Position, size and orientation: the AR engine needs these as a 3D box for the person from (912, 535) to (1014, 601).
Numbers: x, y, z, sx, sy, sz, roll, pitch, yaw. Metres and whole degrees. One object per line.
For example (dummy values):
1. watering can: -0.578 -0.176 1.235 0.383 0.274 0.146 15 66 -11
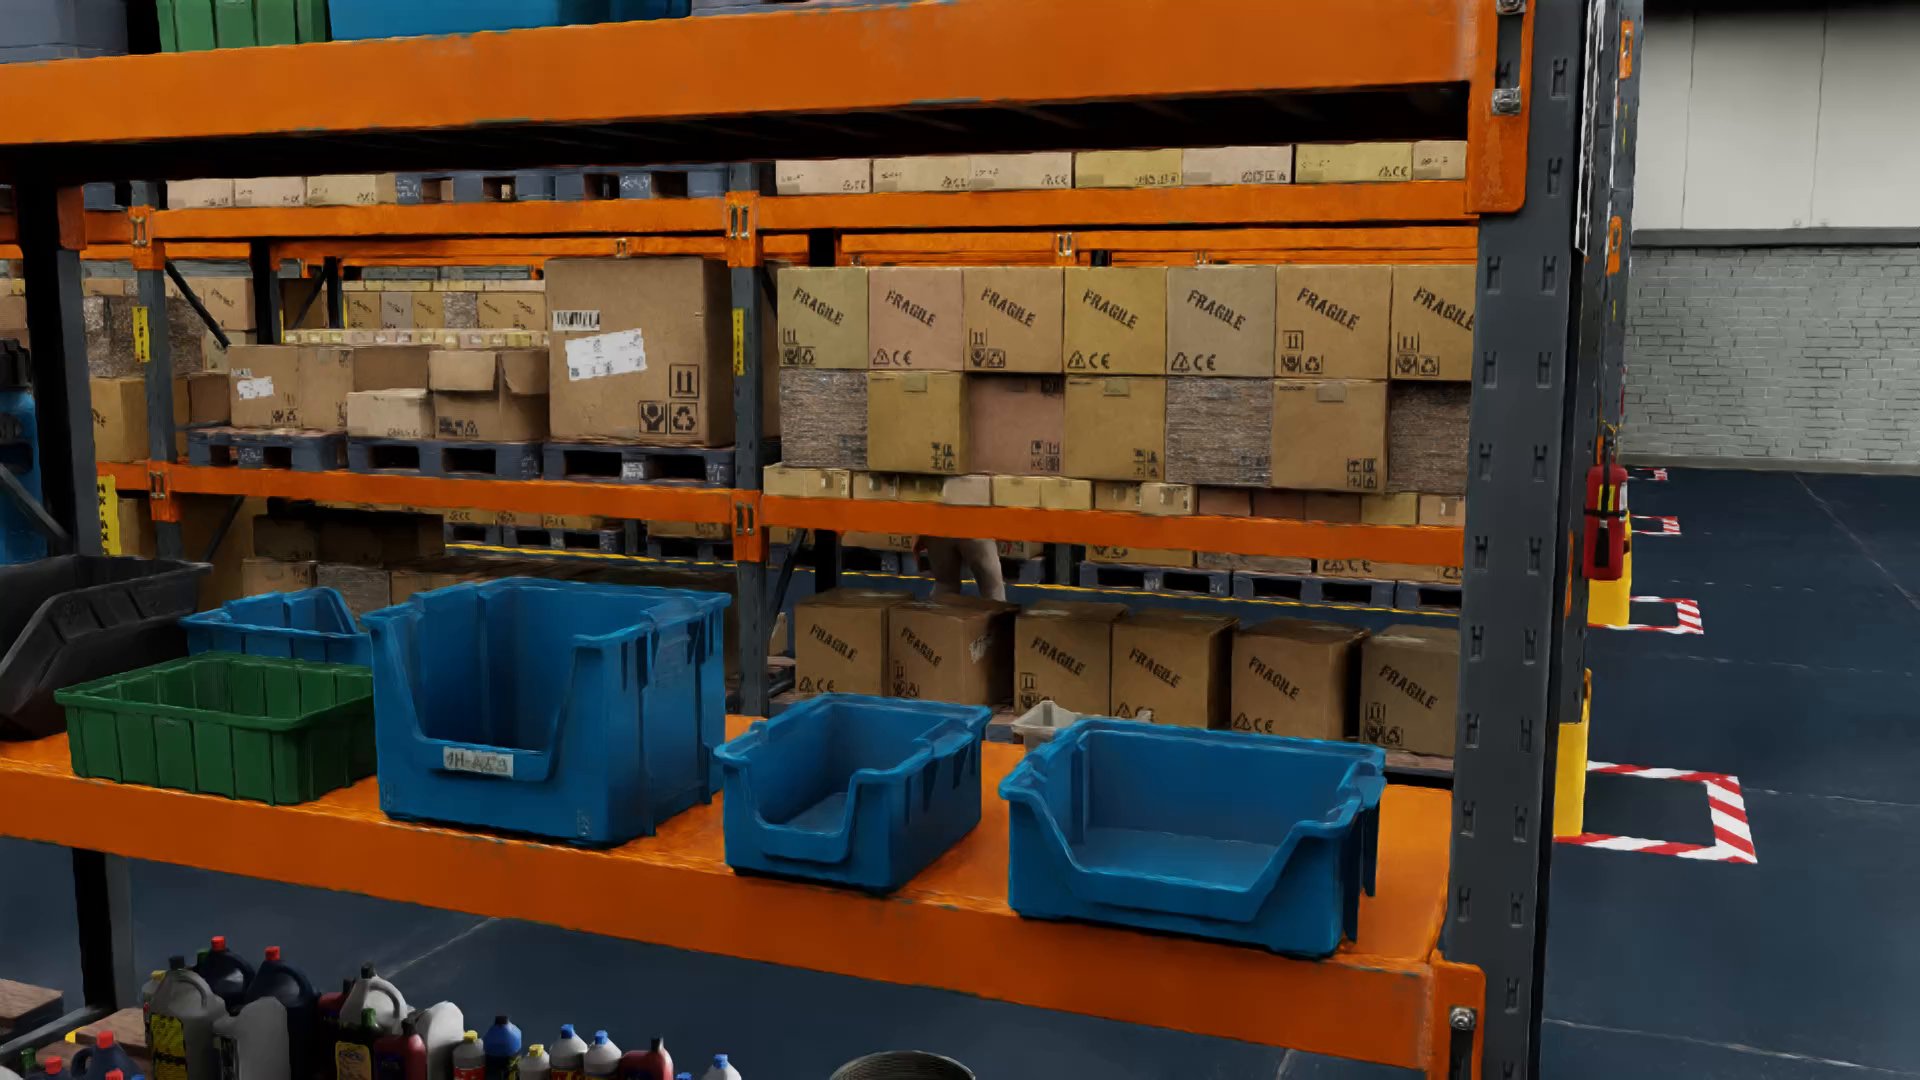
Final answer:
1. person: 0.043 -0.049 10.331 0.682 1.694 0.524 2 9 11
